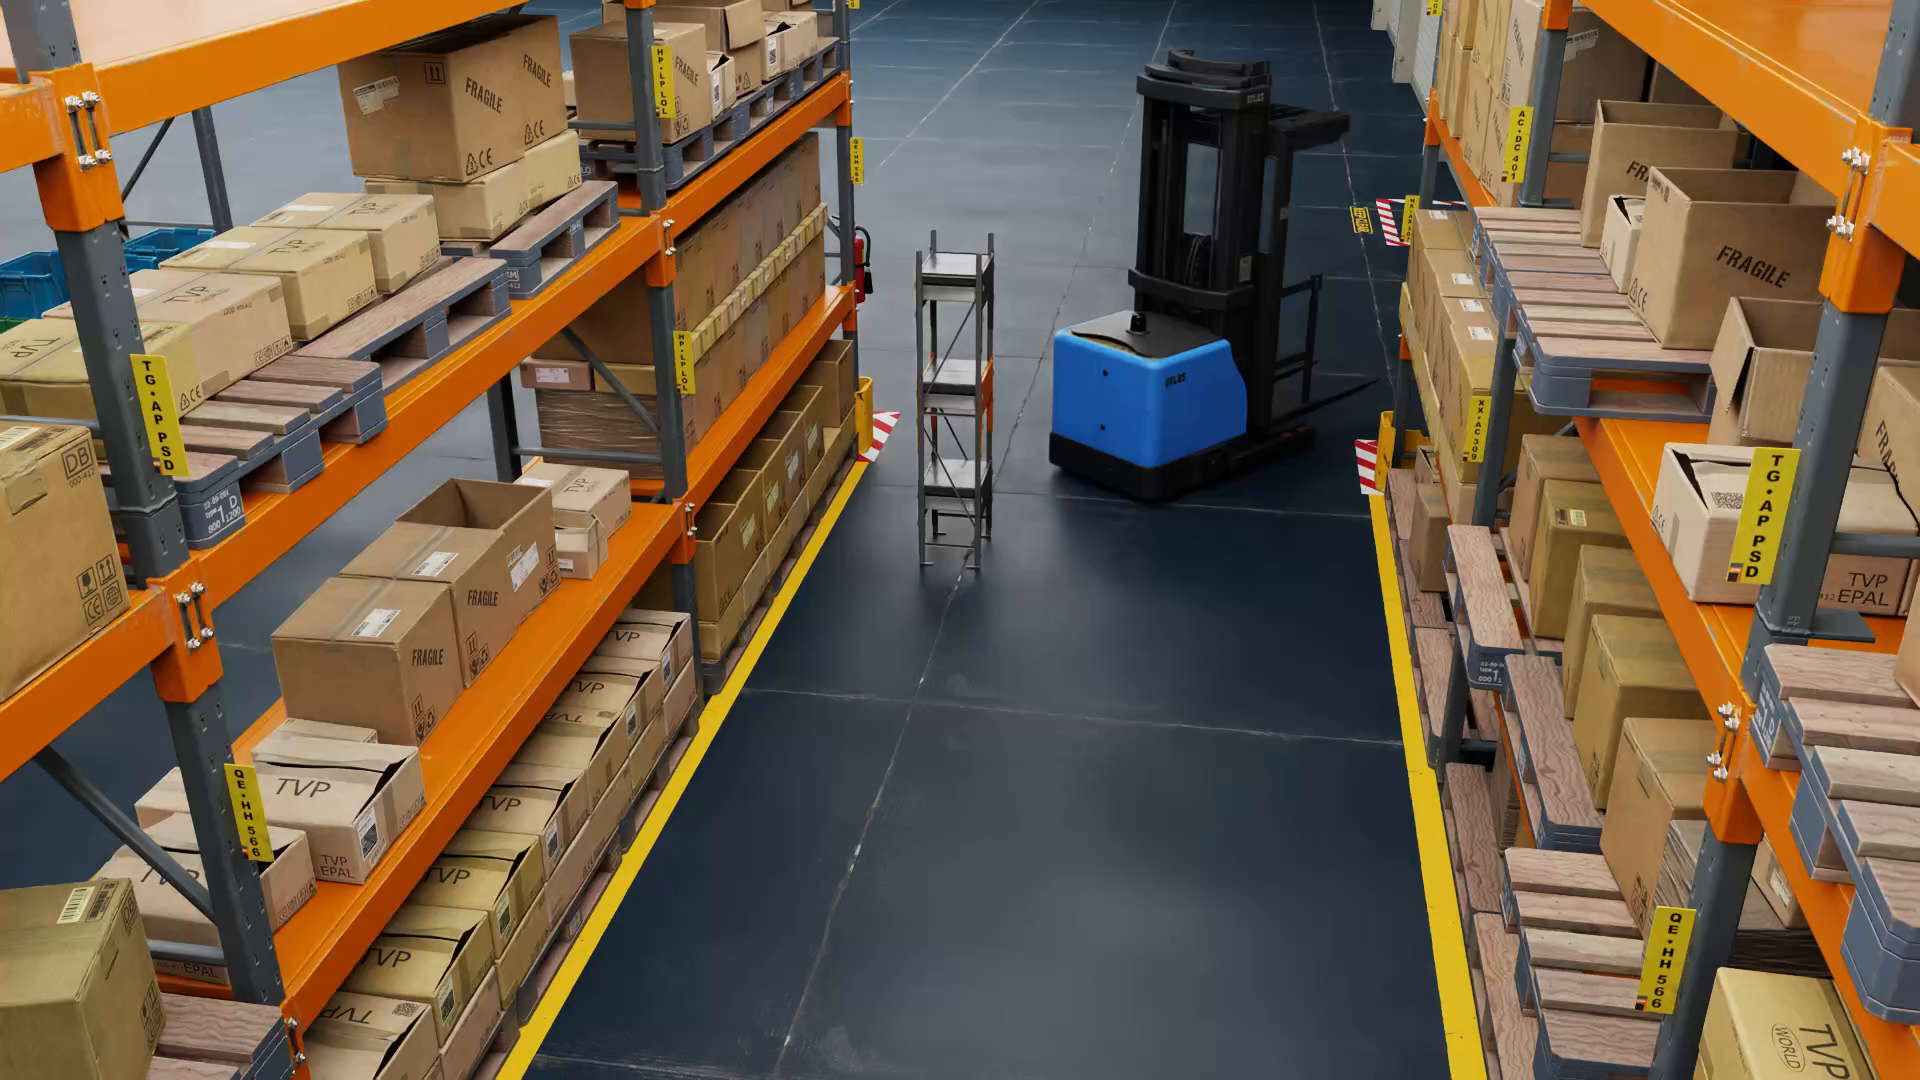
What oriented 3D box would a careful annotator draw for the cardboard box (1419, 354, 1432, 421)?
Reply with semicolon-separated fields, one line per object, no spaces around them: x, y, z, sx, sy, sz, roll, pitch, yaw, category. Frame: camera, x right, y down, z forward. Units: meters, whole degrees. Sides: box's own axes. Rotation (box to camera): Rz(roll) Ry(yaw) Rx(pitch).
2.981;-0.883;9.751;0.500;0.250;0.500;4;25;9;cardboard box

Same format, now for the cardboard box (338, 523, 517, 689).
-2.232;0.270;7.016;0.500;0.500;0.500;4;25;9;cardboard box

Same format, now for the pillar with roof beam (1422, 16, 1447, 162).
2.072;-9.447;20.818;9.100;9.000;0.400;4;25;9;pillar with roof beam

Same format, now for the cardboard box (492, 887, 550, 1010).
-2.041;1.667;6.899;0.500;0.250;0.500;3;25;7;cardboard box

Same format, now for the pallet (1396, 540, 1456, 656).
3.237;0.375;10.200;1.003;0.211;1.213;4;25;9;pallet

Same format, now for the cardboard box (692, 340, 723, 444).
-1.776;-0.887;9.488;0.700;0.500;0.500;4;25;8;cardboard box

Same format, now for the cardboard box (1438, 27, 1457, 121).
3.195;-2.834;10.086;0.500;0.500;0.500;6;26;12;cardboard box

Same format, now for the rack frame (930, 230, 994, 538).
0.013;-0.984;10.875;0.400;2.100;0.015;4;25;9;rack frame

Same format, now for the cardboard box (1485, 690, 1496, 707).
3.023;0.765;8.900;0.380;0.166;0.250;1;25;2;cardboard box

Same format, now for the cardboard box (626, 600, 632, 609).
-2.062;0.412;9.580;0.500;0.250;0.500;4;25;9;cardboard box

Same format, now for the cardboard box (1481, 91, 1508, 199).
2.899;-1.945;8.186;0.500;0.500;0.500;2;25;4;cardboard box

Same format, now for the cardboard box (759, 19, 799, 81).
-1.288;-2.947;9.913;0.500;0.311;0.500;7;26;15;cardboard box

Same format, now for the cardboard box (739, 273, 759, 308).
-1.438;-1.521;10.077;0.380;0.149;0.250;4;25;8;cardboard box

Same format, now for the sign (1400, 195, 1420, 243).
3.084;-2.195;11.381;0.100;0.325;0.005;4;25;9;sign

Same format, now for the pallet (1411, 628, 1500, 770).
3.040;0.887;9.106;1.003;0.211;1.213;4;25;9;pallet

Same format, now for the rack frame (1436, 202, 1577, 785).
2.965;-0.093;7.910;1.000;3.000;0.127;4;25;9;rack frame

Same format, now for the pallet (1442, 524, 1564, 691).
2.697;0.304;7.289;1.003;0.211;1.213;4;25;9;pallet

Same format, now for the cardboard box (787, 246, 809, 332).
-1.439;-1.738;11.307;0.700;0.500;0.500;5;25;10;cardboard box

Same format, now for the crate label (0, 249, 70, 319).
-6.189;-1.680;11.258;0.502;0.435;0.616;4;25;9;crate label

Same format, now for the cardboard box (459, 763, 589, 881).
-1.954;1.193;7.251;0.500;0.311;0.500;4;25;8;cardboard box

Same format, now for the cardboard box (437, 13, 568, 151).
-2.062;-2.000;7.242;0.500;0.500;0.500;4;25;9;cardboard box

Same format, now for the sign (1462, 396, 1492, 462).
2.429;-0.519;7.800;0.100;0.325;0.005;4;25;9;sign

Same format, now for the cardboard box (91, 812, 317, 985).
-2.474;1.130;5.403;0.500;0.311;0.500;6;26;12;cardboard box

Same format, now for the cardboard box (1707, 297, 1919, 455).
2.615;-0.370;4.818;0.797;0.503;0.637;8;26;16;cardboard box

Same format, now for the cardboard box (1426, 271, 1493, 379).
2.990;-1.229;9.607;0.500;0.500;0.500;5;26;10;cardboard box

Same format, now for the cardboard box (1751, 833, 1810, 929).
2.338;0.896;4.396;0.380;0.149;0.250;1;25;2;cardboard box

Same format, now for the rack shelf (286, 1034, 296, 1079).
-2.903;2.401;3.431;1.077;0.370;4.000;4;25;9;rack shelf

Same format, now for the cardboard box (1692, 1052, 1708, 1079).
1.980;1.577;3.851;0.500;0.500;0.500;5;26;10;cardboard box

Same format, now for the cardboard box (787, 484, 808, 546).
-1.298;-0.179;10.843;0.500;0.250;0.500;4;25;9;cardboard box

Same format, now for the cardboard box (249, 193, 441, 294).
-2.295;-1.120;6.247;0.500;0.250;0.500;2;25;4;cardboard box

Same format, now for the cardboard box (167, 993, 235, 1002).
-2.734;1.804;5.945;0.500;0.311;0.500;5;25;10;cardboard box

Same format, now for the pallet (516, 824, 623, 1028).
-2.202;1.651;7.474;1.003;0.211;1.213;4;25;9;pallet

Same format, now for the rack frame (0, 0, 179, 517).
-2.576;-1.479;3.794;1.000;3.000;0.127;4;25;9;rack frame

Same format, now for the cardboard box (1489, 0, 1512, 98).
2.859;-2.418;8.018;0.500;0.500;0.500;5;26;11;cardboard box

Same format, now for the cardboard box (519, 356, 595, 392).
-2.089;-0.902;8.756;0.380;0.149;0.250;4;25;8;cardboard box

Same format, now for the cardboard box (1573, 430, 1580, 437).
3.248;-0.556;8.167;0.500;0.500;0.500;3;25;7;cardboard box

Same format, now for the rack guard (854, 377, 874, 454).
-1.265;-0.985;12.765;1.175;0.500;0.348;4;25;9;rack guard

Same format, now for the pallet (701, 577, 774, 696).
-1.751;0.499;9.935;1.003;0.211;1.213;4;25;9;pallet

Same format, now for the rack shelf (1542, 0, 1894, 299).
2.638;-1.466;5.088;1.077;0.370;4.000;4;25;9;rack shelf

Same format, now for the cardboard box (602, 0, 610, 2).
-1.810;-3.089;9.995;0.500;0.500;0.500;4;25;9;cardboard box

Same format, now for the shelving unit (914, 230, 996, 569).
-0.027;-0.882;10.657;0.431;2.100;0.503;4;25;9;shelving unit

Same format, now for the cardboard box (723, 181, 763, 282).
-1.610;-1.883;10.086;0.700;0.500;0.500;4;25;9;cardboard box

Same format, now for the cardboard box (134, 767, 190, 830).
-2.702;0.957;5.963;0.380;0.149;0.250;4;25;9;cardboard box

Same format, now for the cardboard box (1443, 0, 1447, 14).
3.316;-3.487;10.302;0.500;0.500;0.500;2;25;5;cardboard box

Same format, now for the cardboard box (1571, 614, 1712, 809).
2.560;0.616;5.759;0.700;0.500;0.500;4;25;9;cardboard box

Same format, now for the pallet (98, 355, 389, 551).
-2.554;-0.324;5.089;1.213;0.211;1.003;5;26;11;pallet

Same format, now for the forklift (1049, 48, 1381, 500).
2.089;-2.125;12.332;3.031;2.935;1.130;-21;32;-38;forklift

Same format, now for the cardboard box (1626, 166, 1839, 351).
2.595;-0.948;5.585;0.500;0.500;0.500;3;25;7;cardboard box

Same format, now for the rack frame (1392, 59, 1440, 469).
3.619;-1.766;11.484;1.000;3.000;0.127;4;25;9;rack frame

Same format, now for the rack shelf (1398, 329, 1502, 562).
3.292;-0.603;9.849;1.077;0.370;4.000;4;25;9;rack shelf

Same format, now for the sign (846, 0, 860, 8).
-0.736;-3.788;11.314;0.100;0.325;0.005;4;25;9;sign

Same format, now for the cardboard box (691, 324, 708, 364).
-1.606;-1.085;9.148;0.380;0.149;0.250;3;25;7;cardboard box

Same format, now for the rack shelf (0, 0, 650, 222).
-2.249;-1.808;5.818;1.077;0.370;4.000;4;25;9;rack shelf

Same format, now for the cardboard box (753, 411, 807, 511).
-1.295;-0.519;10.683;0.500;0.500;0.500;4;25;9;cardboard box

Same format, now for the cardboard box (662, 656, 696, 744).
-1.704;0.814;8.720;0.500;0.250;0.500;4;25;8;cardboard box

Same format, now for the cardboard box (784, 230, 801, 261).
-1.270;-1.952;10.998;0.380;0.149;0.250;4;25;9;cardboard box
